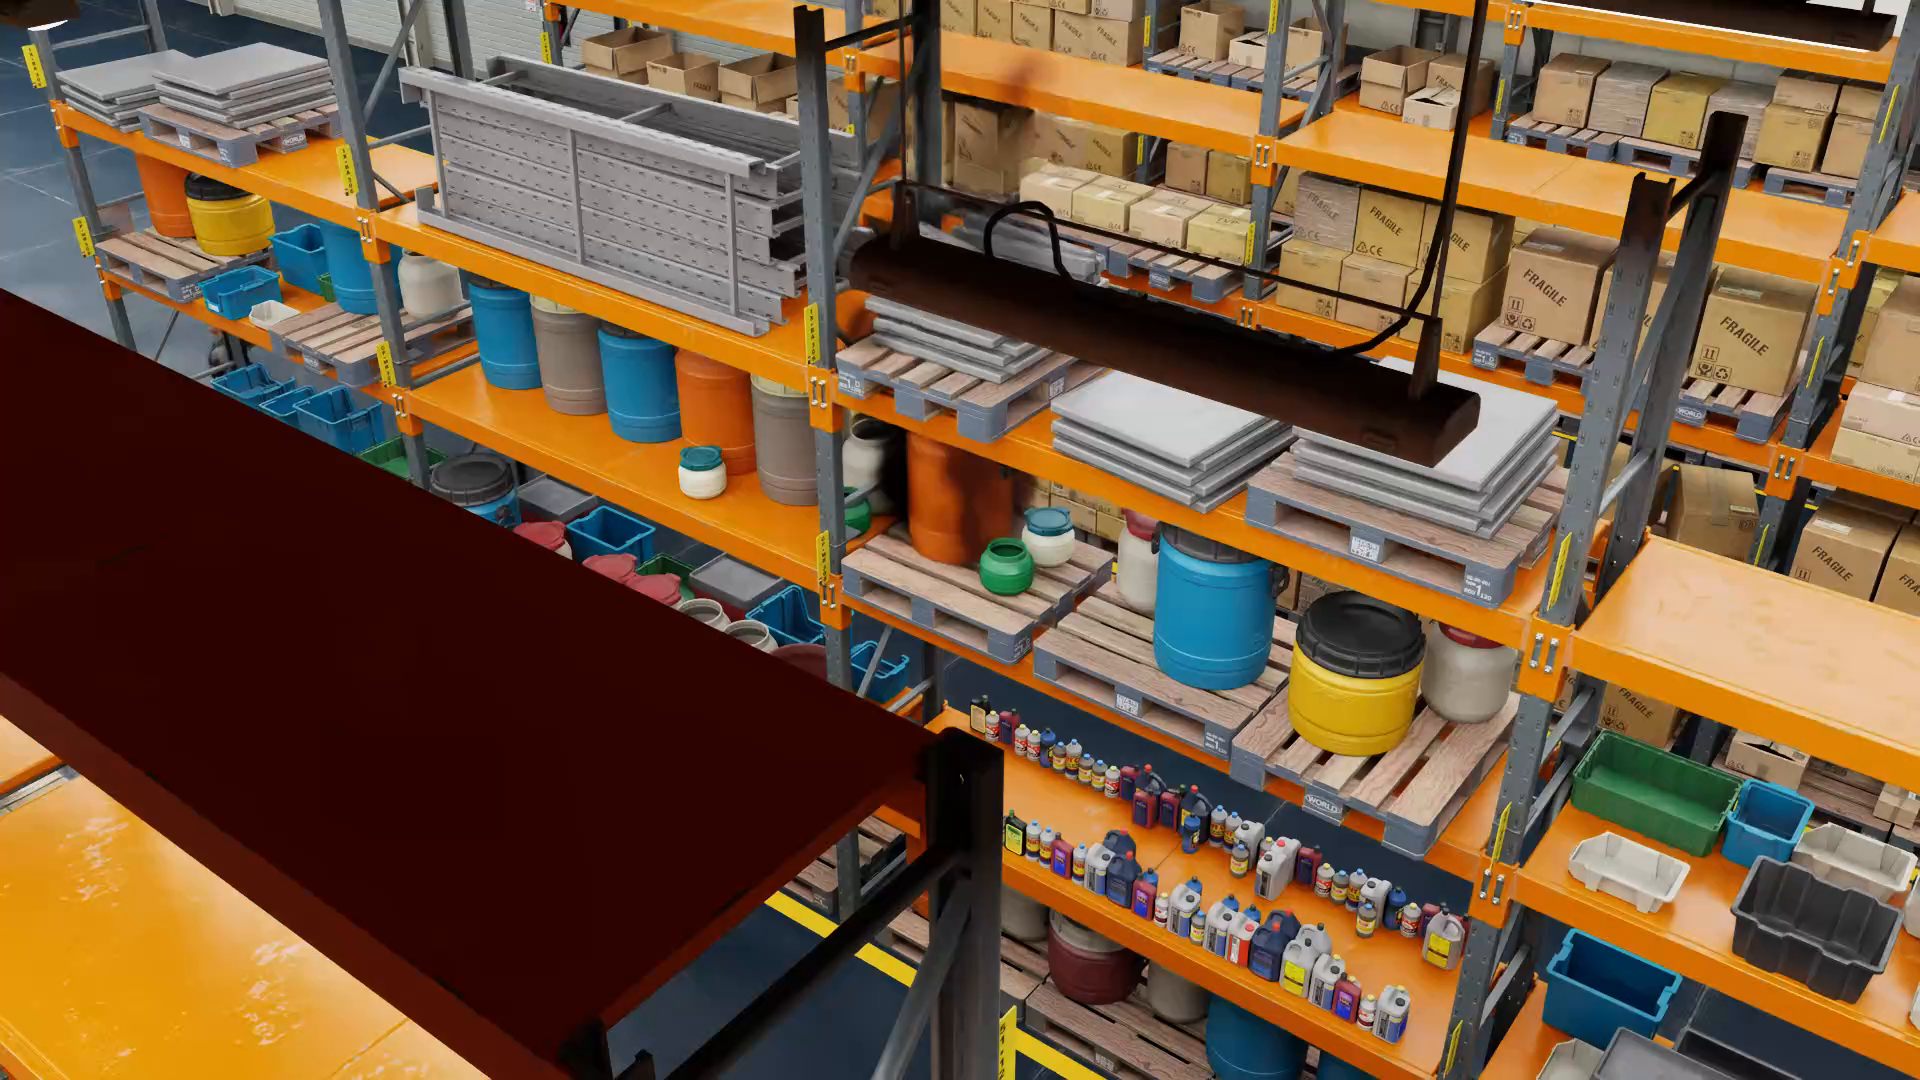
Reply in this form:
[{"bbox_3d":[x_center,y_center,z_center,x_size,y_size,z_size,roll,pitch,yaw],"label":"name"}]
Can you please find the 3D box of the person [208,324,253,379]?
[{"bbox_3d":[-6.996,-1.470,16.085,0.822,1.669,0.713,-1,31,-2],"label":"person"}]
